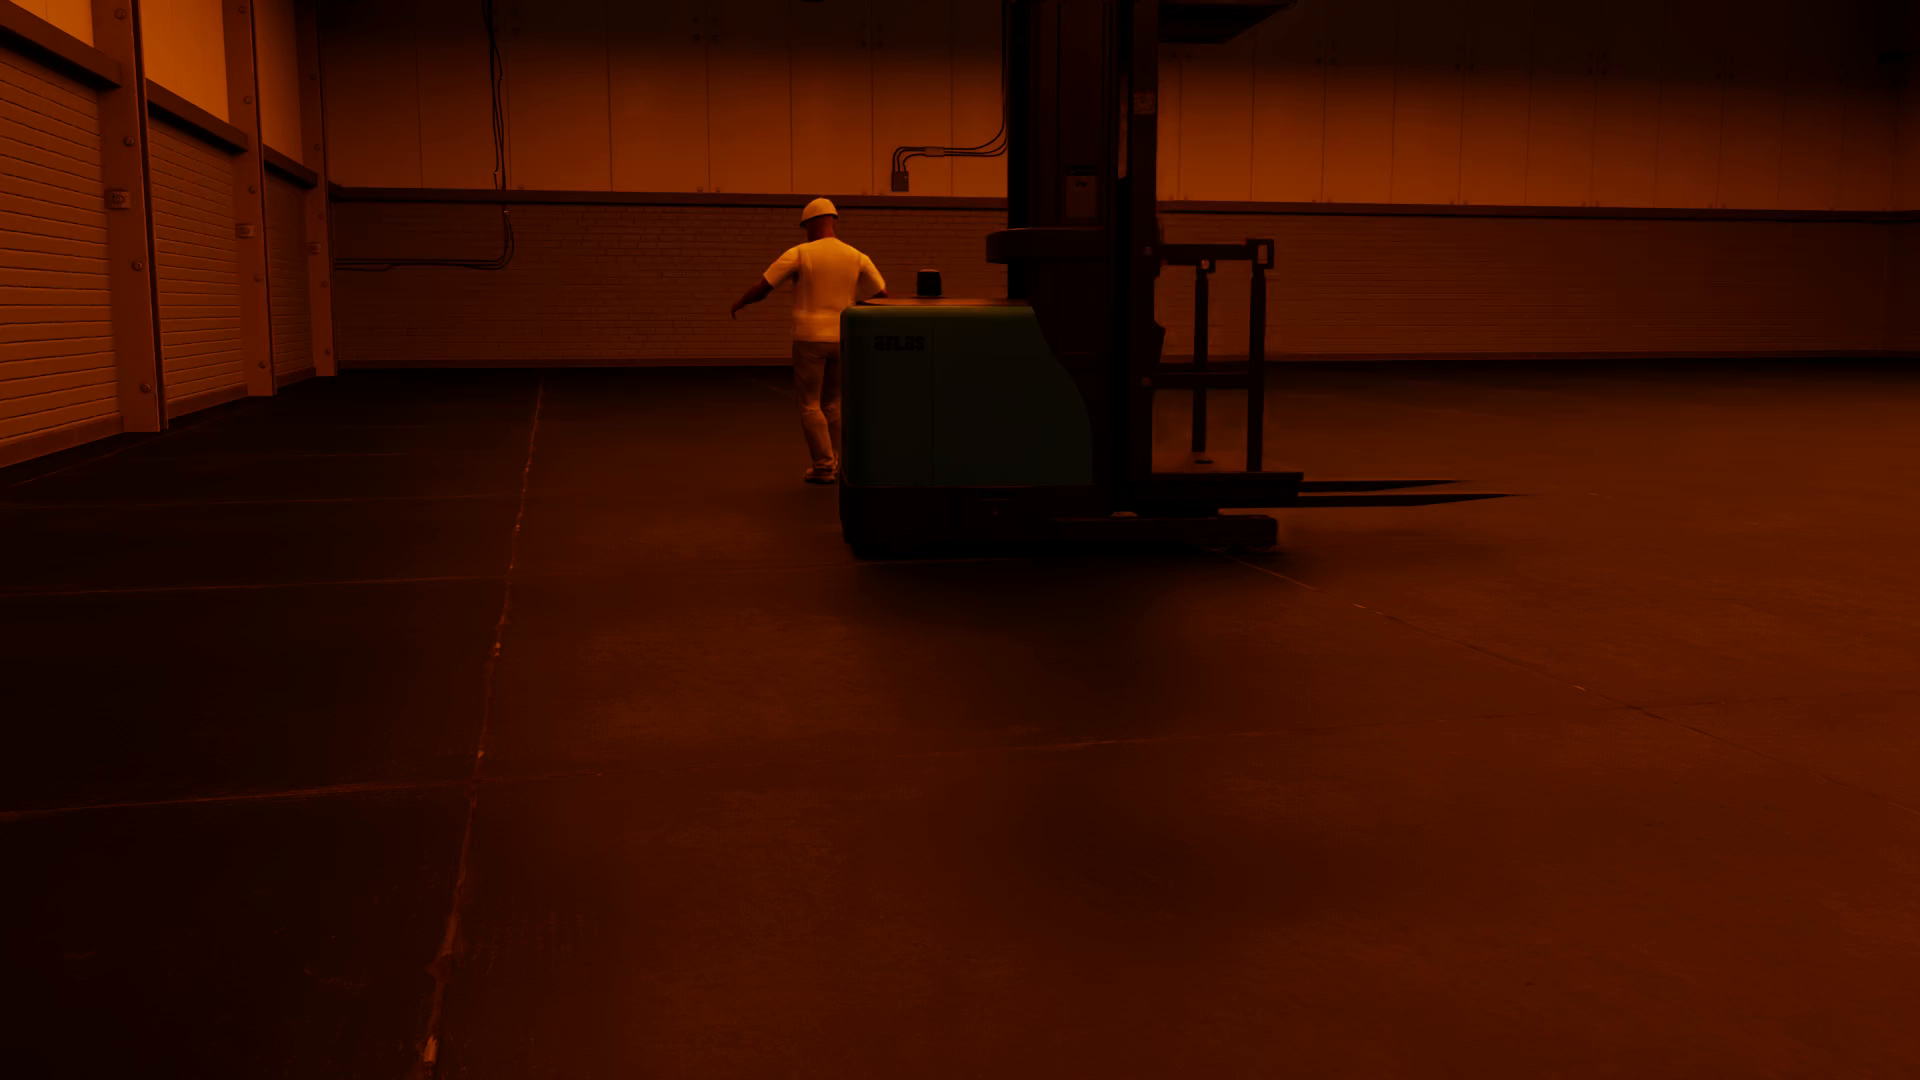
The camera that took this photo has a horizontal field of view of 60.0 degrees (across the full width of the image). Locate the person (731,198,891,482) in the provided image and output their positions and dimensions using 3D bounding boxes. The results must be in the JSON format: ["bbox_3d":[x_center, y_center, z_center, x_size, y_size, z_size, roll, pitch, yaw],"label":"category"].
[{"bbox_3d":[-0.846,-1.247,10.412,1.033,1.749,0.740,-4,9,-26],"label":"person"}]

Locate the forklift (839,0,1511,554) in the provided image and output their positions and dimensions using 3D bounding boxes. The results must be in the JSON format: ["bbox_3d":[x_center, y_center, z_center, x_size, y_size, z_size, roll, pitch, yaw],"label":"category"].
[{"bbox_3d":[0.970,-1.461,7.572,3.031,2.935,1.130,-1,8,-6],"label":"forklift"}]
